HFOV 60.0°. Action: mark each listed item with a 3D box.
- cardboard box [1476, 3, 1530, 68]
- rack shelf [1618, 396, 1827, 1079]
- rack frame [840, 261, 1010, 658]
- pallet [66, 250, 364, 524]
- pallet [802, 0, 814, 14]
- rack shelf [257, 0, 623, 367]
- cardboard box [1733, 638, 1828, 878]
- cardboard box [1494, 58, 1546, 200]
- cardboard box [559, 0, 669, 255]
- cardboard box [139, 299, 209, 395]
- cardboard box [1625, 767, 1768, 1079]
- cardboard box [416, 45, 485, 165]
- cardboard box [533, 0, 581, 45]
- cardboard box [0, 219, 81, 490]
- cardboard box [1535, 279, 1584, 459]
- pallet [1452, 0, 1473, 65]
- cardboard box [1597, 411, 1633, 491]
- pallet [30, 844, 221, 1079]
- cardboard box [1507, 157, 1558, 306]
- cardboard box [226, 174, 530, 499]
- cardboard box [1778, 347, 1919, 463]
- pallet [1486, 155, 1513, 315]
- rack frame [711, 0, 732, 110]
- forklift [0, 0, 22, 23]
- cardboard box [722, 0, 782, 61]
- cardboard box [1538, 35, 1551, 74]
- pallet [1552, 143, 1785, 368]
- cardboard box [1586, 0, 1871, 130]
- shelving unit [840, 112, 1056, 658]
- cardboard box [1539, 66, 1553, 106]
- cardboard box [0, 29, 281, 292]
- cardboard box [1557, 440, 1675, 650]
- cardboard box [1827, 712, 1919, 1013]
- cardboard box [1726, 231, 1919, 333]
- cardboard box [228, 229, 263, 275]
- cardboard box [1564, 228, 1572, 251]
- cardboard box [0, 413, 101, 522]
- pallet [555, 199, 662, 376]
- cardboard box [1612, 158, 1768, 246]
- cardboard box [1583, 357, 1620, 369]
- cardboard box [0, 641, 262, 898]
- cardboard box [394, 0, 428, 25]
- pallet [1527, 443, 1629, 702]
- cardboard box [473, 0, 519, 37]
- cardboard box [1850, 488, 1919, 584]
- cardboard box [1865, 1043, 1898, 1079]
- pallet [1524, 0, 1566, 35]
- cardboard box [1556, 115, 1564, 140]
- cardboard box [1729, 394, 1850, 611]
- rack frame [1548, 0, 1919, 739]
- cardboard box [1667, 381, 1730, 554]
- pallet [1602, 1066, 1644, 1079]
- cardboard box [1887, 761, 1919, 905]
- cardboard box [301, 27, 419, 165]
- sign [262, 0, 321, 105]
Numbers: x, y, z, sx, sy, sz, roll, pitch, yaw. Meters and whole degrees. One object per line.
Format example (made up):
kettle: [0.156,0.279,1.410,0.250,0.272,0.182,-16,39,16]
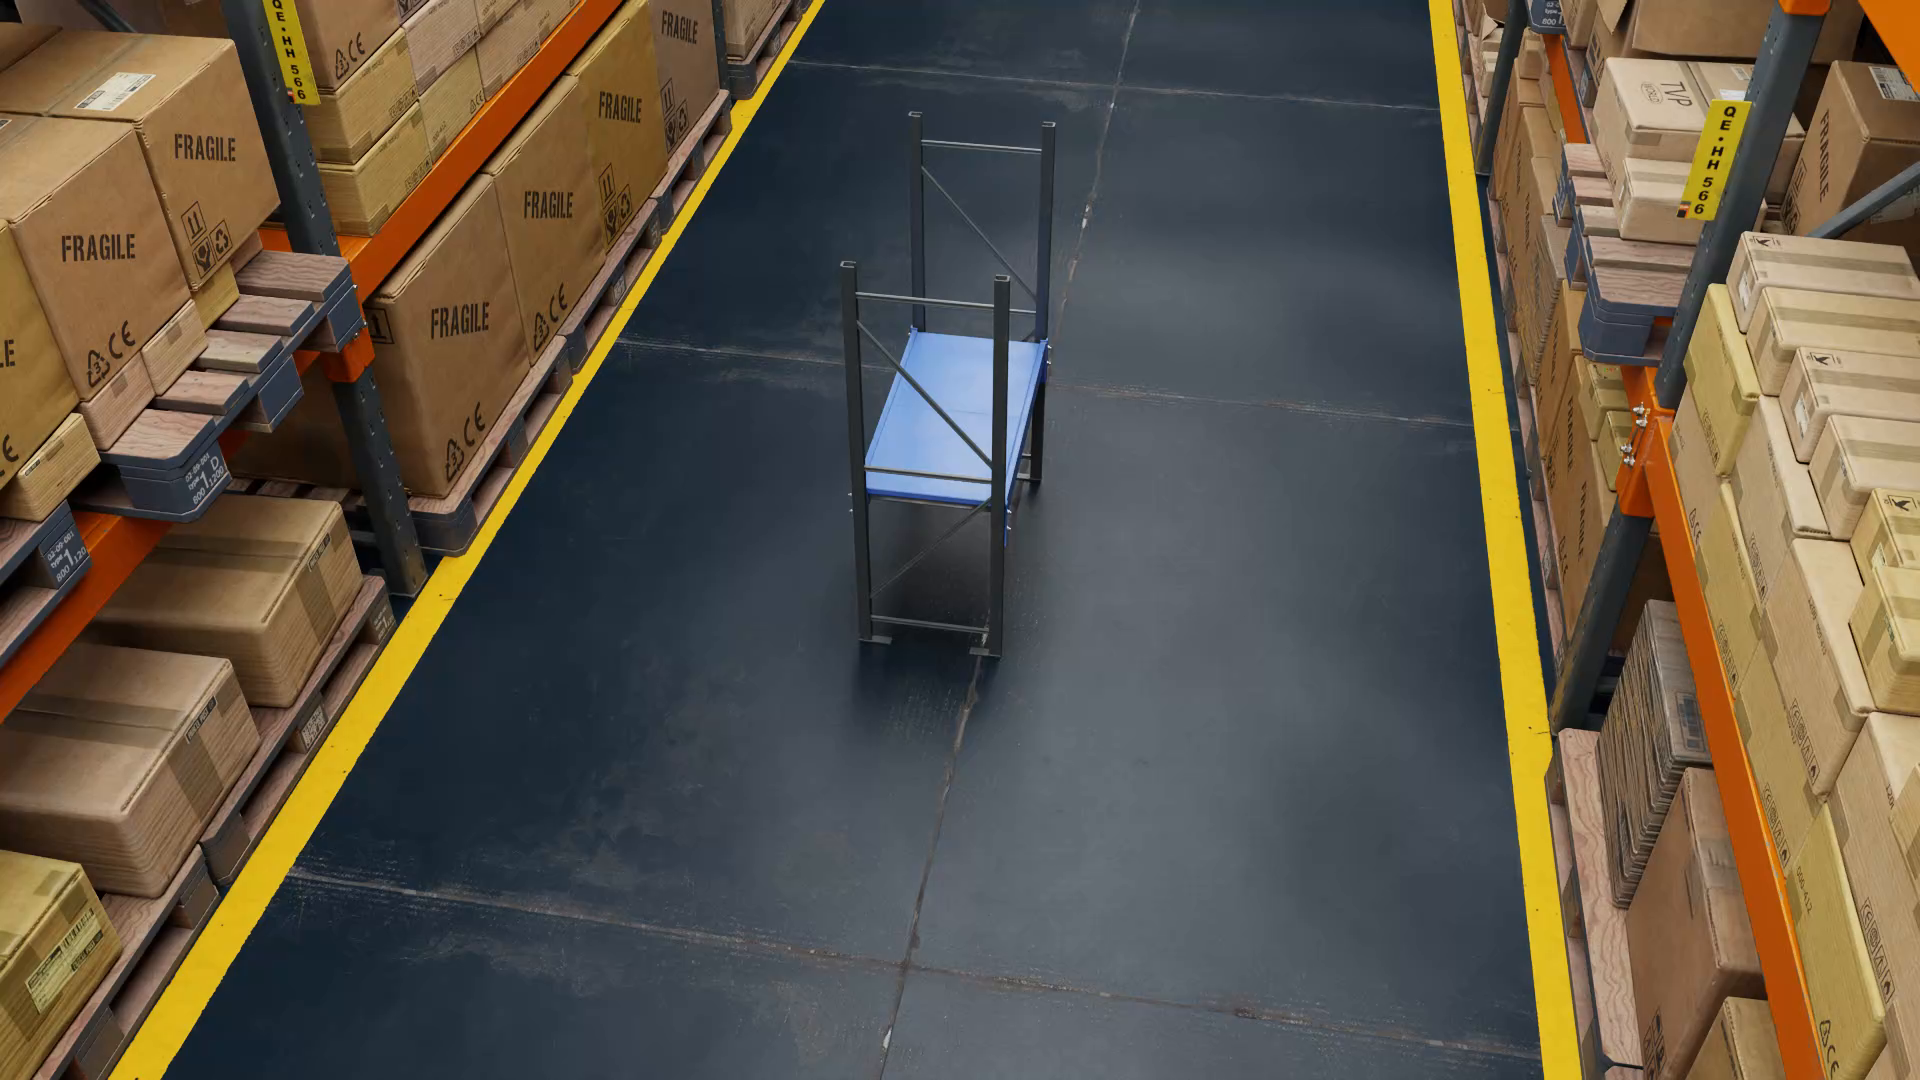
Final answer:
cardboard box: [3.006,-2.713,8.994,0.396,0.266,0.258,8,40,9]
rack shelf: [2.099,1.044,3.198,1.077,0.370,4.000,6,40,8]
rack frame: [-0.103,-0.205,5.321,0.500,1.500,0.032,6,40,8]
pallet: [-2.463,-0.501,4.652,1.213,0.211,1.003,6,40,8]
pallet: [-1.335,-3.706,10.566,1.003,0.211,1.213,6,40,8]
rack shelf: [-2.098,-2.011,6.893,1.077,0.370,4.000,6,40,8]
cardboard box: [1.953,0.460,3.457,0.500,0.250,0.500,5,40,6]
cardboard box: [2.832,-1.919,7.849,0.500,0.500,0.500,8,40,10]
cardboard box: [-1.929,-1.921,7.557,0.875,0.875,0.875,7,40,9]
cardboard box: [-2.244,-0.528,4.402,0.380,0.149,0.250,6,40,7]
cardboard box: [2.218,1.066,4.141,0.875,0.625,0.625,8,40,9]
cardboard box: [-2.040,-1.579,5.924,0.500,0.250,0.500,5,40,6]
cardboard box: [-1.862,-2.218,6.696,0.500,0.250,0.500,6,40,8]
cardboard box: [-2.414,-0.390,3.726,0.500,0.500,0.500,4,40,5]
cardboard box: [2.491,-0.618,6.275,0.500,0.500,0.500,8,40,10]
pallet: [3.466,-3.123,9.862,1.003,0.211,1.213,6,40,8]
cardboard box: [2.281,-0.275,5.351,0.380,0.149,0.250,5,40,5]
pallet: [-2.794,1.295,4.518,1.003,0.211,1.213,6,40,8]
cardboard box: [2.659,-1.271,7.065,0.500,0.500,0.500,5,40,6]
cardboard box: [-2.243,-0.801,6.202,0.875,0.875,0.875,6,40,7]
cardboard box: [2.036,-0.278,3.644,0.380,0.149,0.250,7,40,9]
pallet: [3.034,-1.409,7.789,1.003,0.211,1.213,6,40,8]
rack frame: [-1.752,-3.544,8.182,1.000,3.000,0.127,6,40,8]
forklift: [-4.640,-2.492,6.964,1.130,2.935,3.031,8,40,10]
cardboard box: [-1.538,-3.100,9.327,0.875,0.438,0.875,6,40,7]
cardboard box: [2.815,-2.198,7.444,0.380,0.149,0.250,5,40,6]
pallet: [2.493,-0.848,5.072,1.213,0.211,1.003,6,40,8]
cardboard box: [2.545,-1.735,5.584,0.797,0.503,0.637,6,40,7]
shelving unit: [-0.015,-0.524,5.707,0.538,1.500,1.048,6,40,8]
cardboard box: [2.841,-2.069,7.522,0.380,0.149,0.250,5,40,6]
cardboard box: [-2.249,-1.033,4.503,0.500,0.500,0.500,5,40,6]
cardboard box: [2.307,0.024,5.499,0.500,0.500,0.500,7,40,9]
cardboard box: [1.868,0.592,2.905,0.500,0.250,0.500,7,40,8]
cardboard box: [2.100,-0.610,4.046,0.380,0.149,0.250,8,40,9]
cardboard box: [-2.269,-0.867,4.812,0.380,0.149,0.250,8,40,9]
cardboard box: [2.538,-1.104,6.354,0.380,0.149,0.250,5,40,6]
cardboard box: [-2.329,-0.196,4.001,0.380,0.149,0.250,7,40,8]
pallet: [-2.020,-1.209,7.546,1.003,0.211,1.213,6,40,8]
cardboard box: [2.181,-1.008,4.983,0.380,0.149,0.250,7,40,8]
cardboard box: [2.387,-0.610,5.757,0.380,0.149,0.250,5,40,6]
cardboard box: [-2.672,0.635,4.861,0.950,0.372,0.625,6,40,7]
cardboard box: [-2.042,-2.052,5.515,0.500,0.500,0.500,7,40,8]
pallet: [2.612,0.122,5.937,1.003,0.211,1.213,6,40,8]
cardboard box: [-1.924,-2.095,6.155,0.500,0.250,0.500,6,40,8]
cardboard box: [1.989,0.049,3.249,0.380,0.149,0.250,7,40,8]
cardboard box: [1.780,1.110,2.671,0.500,0.250,0.500,7,40,8]
pallet: [2.891,-2.435,6.992,1.003,0.211,1.213,6,40,8]
cardboard box: [2.774,-1.733,7.116,0.380,0.149,0.250,6,40,7]
cardboard box: [2.040,-0.058,3.691,0.500,0.250,0.500,8,40,9]
rack frame: [2.445,-0.489,4.487,1.000,3.000,0.127,6,40,8]
cardboard box: [2.128,-0.179,4.230,0.500,0.250,0.500,7,40,8]
pallet: [2.051,1.862,3.832,1.003,0.211,1.213,6,40,8]
cardboard box: [1.755,0.514,2.686,0.380,0.149,0.250,5,40,6]
cardboard box: [-2.113,-1.459,5.386,0.500,0.250,0.500,6,40,7]
sign: [-1.908,-1.395,4.737,0.100,0.325,0.005,6,40,8]
